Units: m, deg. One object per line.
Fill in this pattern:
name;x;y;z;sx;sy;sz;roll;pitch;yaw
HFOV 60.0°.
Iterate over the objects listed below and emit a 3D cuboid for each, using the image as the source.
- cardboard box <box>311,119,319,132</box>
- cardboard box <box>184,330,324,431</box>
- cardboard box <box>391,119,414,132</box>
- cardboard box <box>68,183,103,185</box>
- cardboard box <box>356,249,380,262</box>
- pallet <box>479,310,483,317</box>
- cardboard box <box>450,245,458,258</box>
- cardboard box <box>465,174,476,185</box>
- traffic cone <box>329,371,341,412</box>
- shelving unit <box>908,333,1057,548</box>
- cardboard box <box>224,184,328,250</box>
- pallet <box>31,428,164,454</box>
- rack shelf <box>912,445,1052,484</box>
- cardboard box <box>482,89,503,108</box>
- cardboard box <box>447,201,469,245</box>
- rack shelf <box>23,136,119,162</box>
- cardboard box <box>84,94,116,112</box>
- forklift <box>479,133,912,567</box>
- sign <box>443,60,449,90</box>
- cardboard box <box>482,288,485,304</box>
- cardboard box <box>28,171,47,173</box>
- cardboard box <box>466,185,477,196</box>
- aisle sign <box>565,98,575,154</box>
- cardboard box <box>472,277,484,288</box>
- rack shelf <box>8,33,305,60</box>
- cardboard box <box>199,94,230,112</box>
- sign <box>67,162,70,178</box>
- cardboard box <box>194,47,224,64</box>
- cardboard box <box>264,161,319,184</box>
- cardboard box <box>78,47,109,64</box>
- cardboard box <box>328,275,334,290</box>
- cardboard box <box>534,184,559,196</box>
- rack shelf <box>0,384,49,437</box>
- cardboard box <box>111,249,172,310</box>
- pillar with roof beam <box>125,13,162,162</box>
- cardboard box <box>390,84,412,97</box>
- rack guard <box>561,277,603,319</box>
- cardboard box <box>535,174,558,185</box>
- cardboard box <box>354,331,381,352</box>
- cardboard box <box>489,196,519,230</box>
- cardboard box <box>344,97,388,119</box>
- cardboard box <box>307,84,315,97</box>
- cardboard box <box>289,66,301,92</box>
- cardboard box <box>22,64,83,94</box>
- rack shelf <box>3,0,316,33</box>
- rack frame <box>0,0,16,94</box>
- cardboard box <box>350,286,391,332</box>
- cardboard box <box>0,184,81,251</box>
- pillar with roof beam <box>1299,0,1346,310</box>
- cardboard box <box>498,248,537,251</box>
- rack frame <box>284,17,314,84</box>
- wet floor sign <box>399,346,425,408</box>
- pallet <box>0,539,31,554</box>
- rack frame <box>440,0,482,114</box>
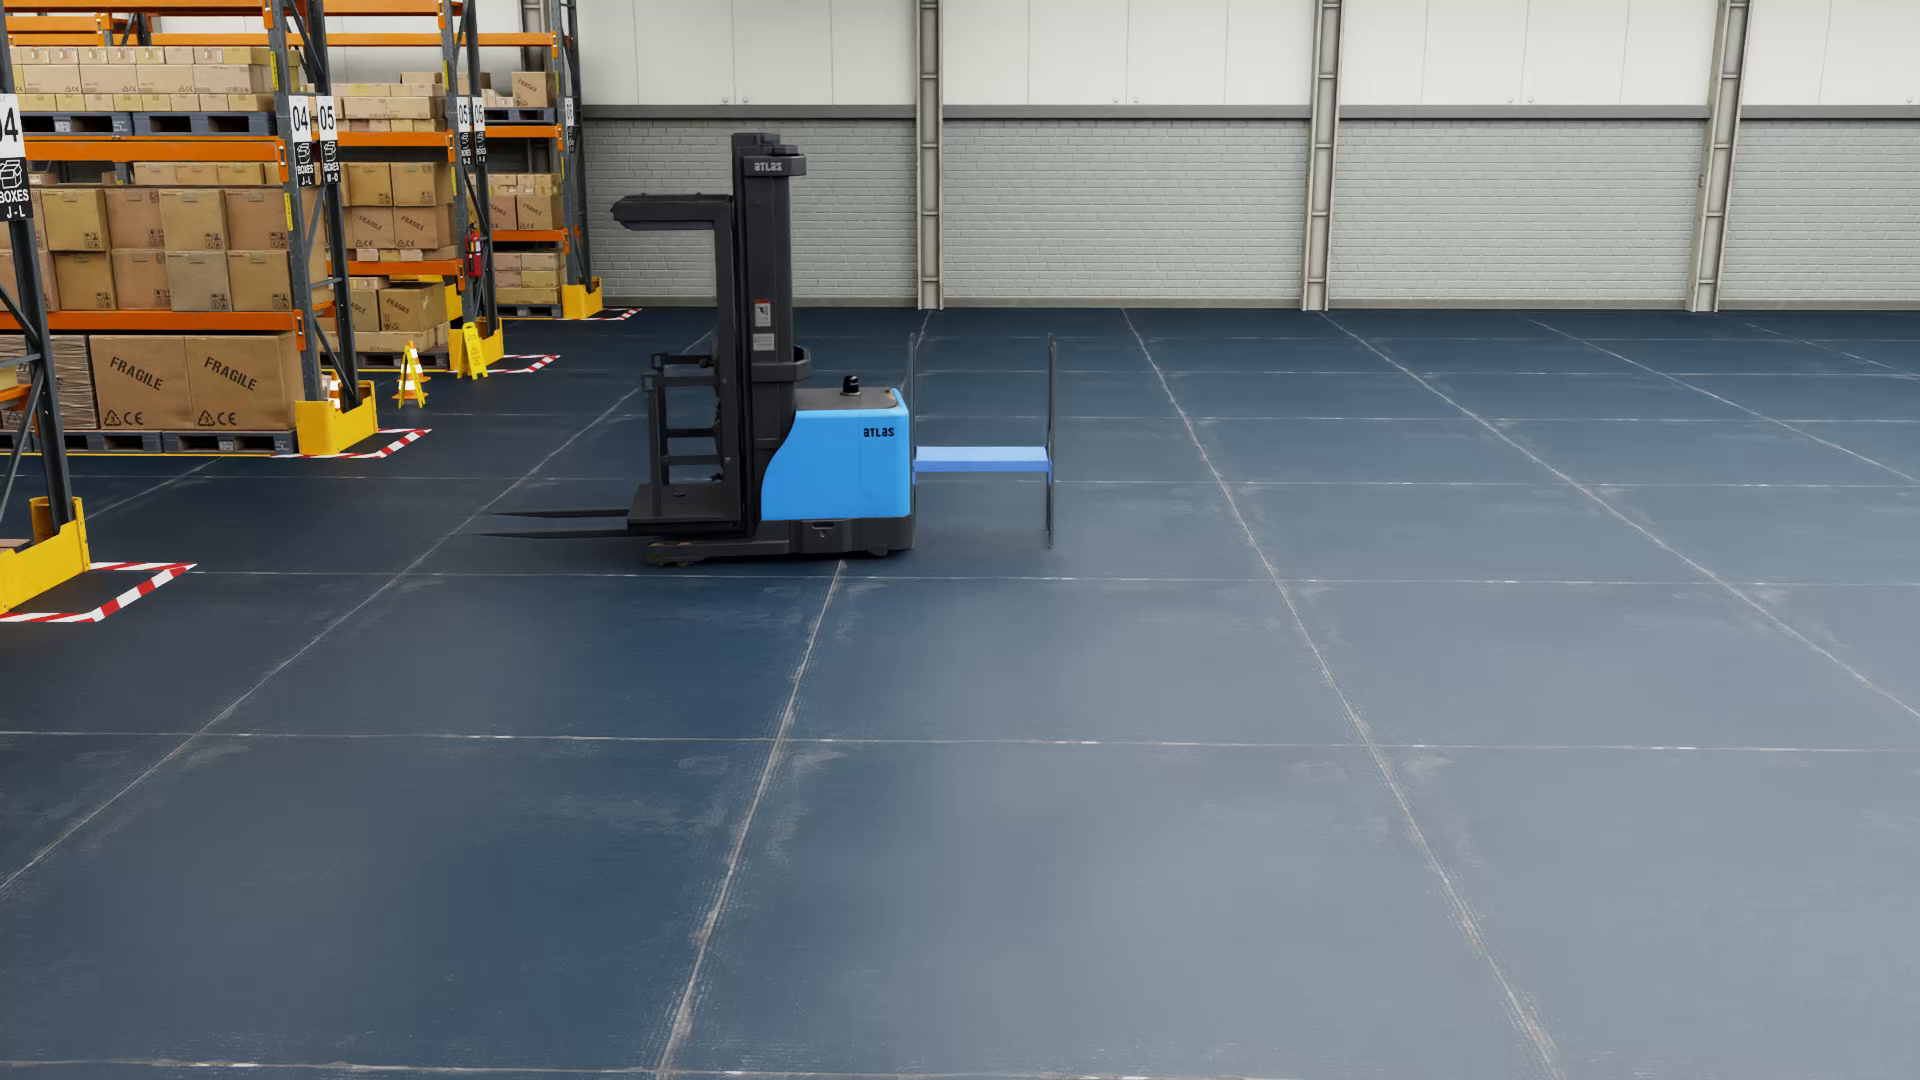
cardboard box;-7.554;-4.917;19.709;0.250;0.149;0.380;0;15;0
cardboard box;-6.615;-1.542;15.645;0.875;0.875;0.875;0;15;2
cardboard box;-6.524;-4.895;19.624;0.250;0.149;0.380;0;15;2
cardboard box;-10.871;-4.142;20.557;0.500;0.500;0.500;0;15;2
cardboard box;-7.060;-3.442;20.000;0.250;0.149;0.380;1;15;2
pallet;-7.769;-3.562;25.427;1.213;0.211;1.003;0;15;1
cardboard box;-6.245;-3.575;20.503;0.250;0.149;0.380;0;15;2
cardboard box;-7.171;-5.344;24.665;0.250;0.149;0.380;1;15;3
traffic cone;-6.430;-1.517;17.184;0.334;0.463;0.336;0;15;1
shelving unit;0.157;-0.730;12.167;1.048;1.500;0.538;0;15;0
cardboard box;-6.306;-2.985;15.365;0.550;0.550;0.875;0;15;1
pallet;-7.954;-1.024;15.808;1.213;0.211;1.003;0;15;1
rack shelf;0.157;-0.556;12.213;1.000;0.185;0.538;0;15;0
cardboard box;-6.877;-6.474;24.361;0.258;0.266;0.396;0;15;2
cardboard box;-6.377;-3.907;20.491;0.500;0.500;0.500;0;15;1
rack shelf;-11.908;-4.783;20.119;4.000;0.370;1.077;0;15;1
cardboard box;-7.547;-3.883;14.770;0.250;0.149;0.380;0;15;2
forklift;-1.897;-1.371;11.790;3.031;2.935;1.130;-2;15;-6
sign;-5.945;-5.379;19.231;0.005;0.325;0.100;0;15;1
cardboard box;-7.262;-3.715;25.106;0.500;0.250;0.500;1;15;2
cardboard box;-11.459;-4.450;20.455;0.250;0.149;0.380;1;15;5
cardboard box;-7.171;-5.206;24.724;0.250;0.149;0.380;0;15;0
aisle sign;-5.729;-6.089;24.443;0.004;0.787;0.394;0;15;1
cardboard box;-7.300;-3.950;25.019;0.500;0.250;0.500;0;15;0
rack shelf;-11.785;-7.306;24.586;4.000;0.370;1.077;0;15;1
cardboard box;-6.529;-3.876;14.746;0.250;0.149;0.380;0;15;2
sign;-13.774;-5.661;25.647;0.005;0.325;0.100;0;15;1
cardboard box;-6.531;-4.262;14.644;0.250;0.149;0.380;0;15;2
cardboard box;-7.940;-4.286;19.965;0.500;0.500;0.700;0;15;1
cardboard box;-7.552;-4.268;14.668;0.250;0.149;0.380;0;15;1
cardboard box;-7.601;-3.120;20.110;0.250;0.149;0.380;1;15;4
cardboard box;-6.141;-5.200;24.702;0.250;0.149;0.380;1;15;2
rack shelf;-8.163;-0.779;10.824;4.000;0.370;1.077;0;15;1
cardboard box;-7.415;-2.476;15.549;0.550;0.550;0.875;0;15;1
pillar with roof beam;-12.568;-6.984;21.170;0.400;9.000;9.100;0;15;1
cardboard box;-6.513;-5.294;19.576;0.250;0.149;0.380;1;15;2
rack guard;-5.763;-3.699;25.378;0.348;0.500;1.175;0;15;1
cardboard box;-6.151;-5.362;24.732;0.250;0.149;0.380;0;15;2
cardboard box;-7.243;-2.457;20.340;0.500;0.250;0.500;0;15;2
cardboard box;-6.804;-4.898;24.827;0.500;0.500;0.500;1;15;3
cardboard box;-6.931;-5.105;19.639;0.500;0.250;0.500;0;15;1
cardboard box;-7.526;-5.318;19.666;0.250;0.149;0.380;0;15;0
cardboard box;-6.412;-4.220;15.267;0.500;0.250;0.500;0;15;1
cardboard box;-7.938;-4.094;14.788;0.500;0.250;0.500;1;15;2
rack shelf;-7.935;-4.751;14.902;4.000;0.370;1.077;0;15;1
rack frame;-6.164;-4.015;9.918;0.127;3.000;1.000;0;15;1
cardboard box;-7.240;-2.819;20.241;0.500;0.500;0.500;1;15;4
cardboard box;-8.477;-2.975;15.327;0.550;0.550;0.875;0;15;1
pillar with roof beam;5.426;-6.866;20.726;0.400;9.000;9.100;0;15;1
cardboard box;-6.763;-4.318;25.433;0.500;0.250;0.500;0;15;2
rack frame;-9.786;-7.834;24.394;0.127;3.000;1.000;0;15;1
wet floor sign;-5.856;-1.745;17.688;0.232;0.644;0.267;-2;15;-8
pallet;-7.051;0.219;11.095;1.213;0.211;1.003;0;15;1
rack frame;-5.910;-6.542;19.497;0.127;3.000;1.000;0;15;1
